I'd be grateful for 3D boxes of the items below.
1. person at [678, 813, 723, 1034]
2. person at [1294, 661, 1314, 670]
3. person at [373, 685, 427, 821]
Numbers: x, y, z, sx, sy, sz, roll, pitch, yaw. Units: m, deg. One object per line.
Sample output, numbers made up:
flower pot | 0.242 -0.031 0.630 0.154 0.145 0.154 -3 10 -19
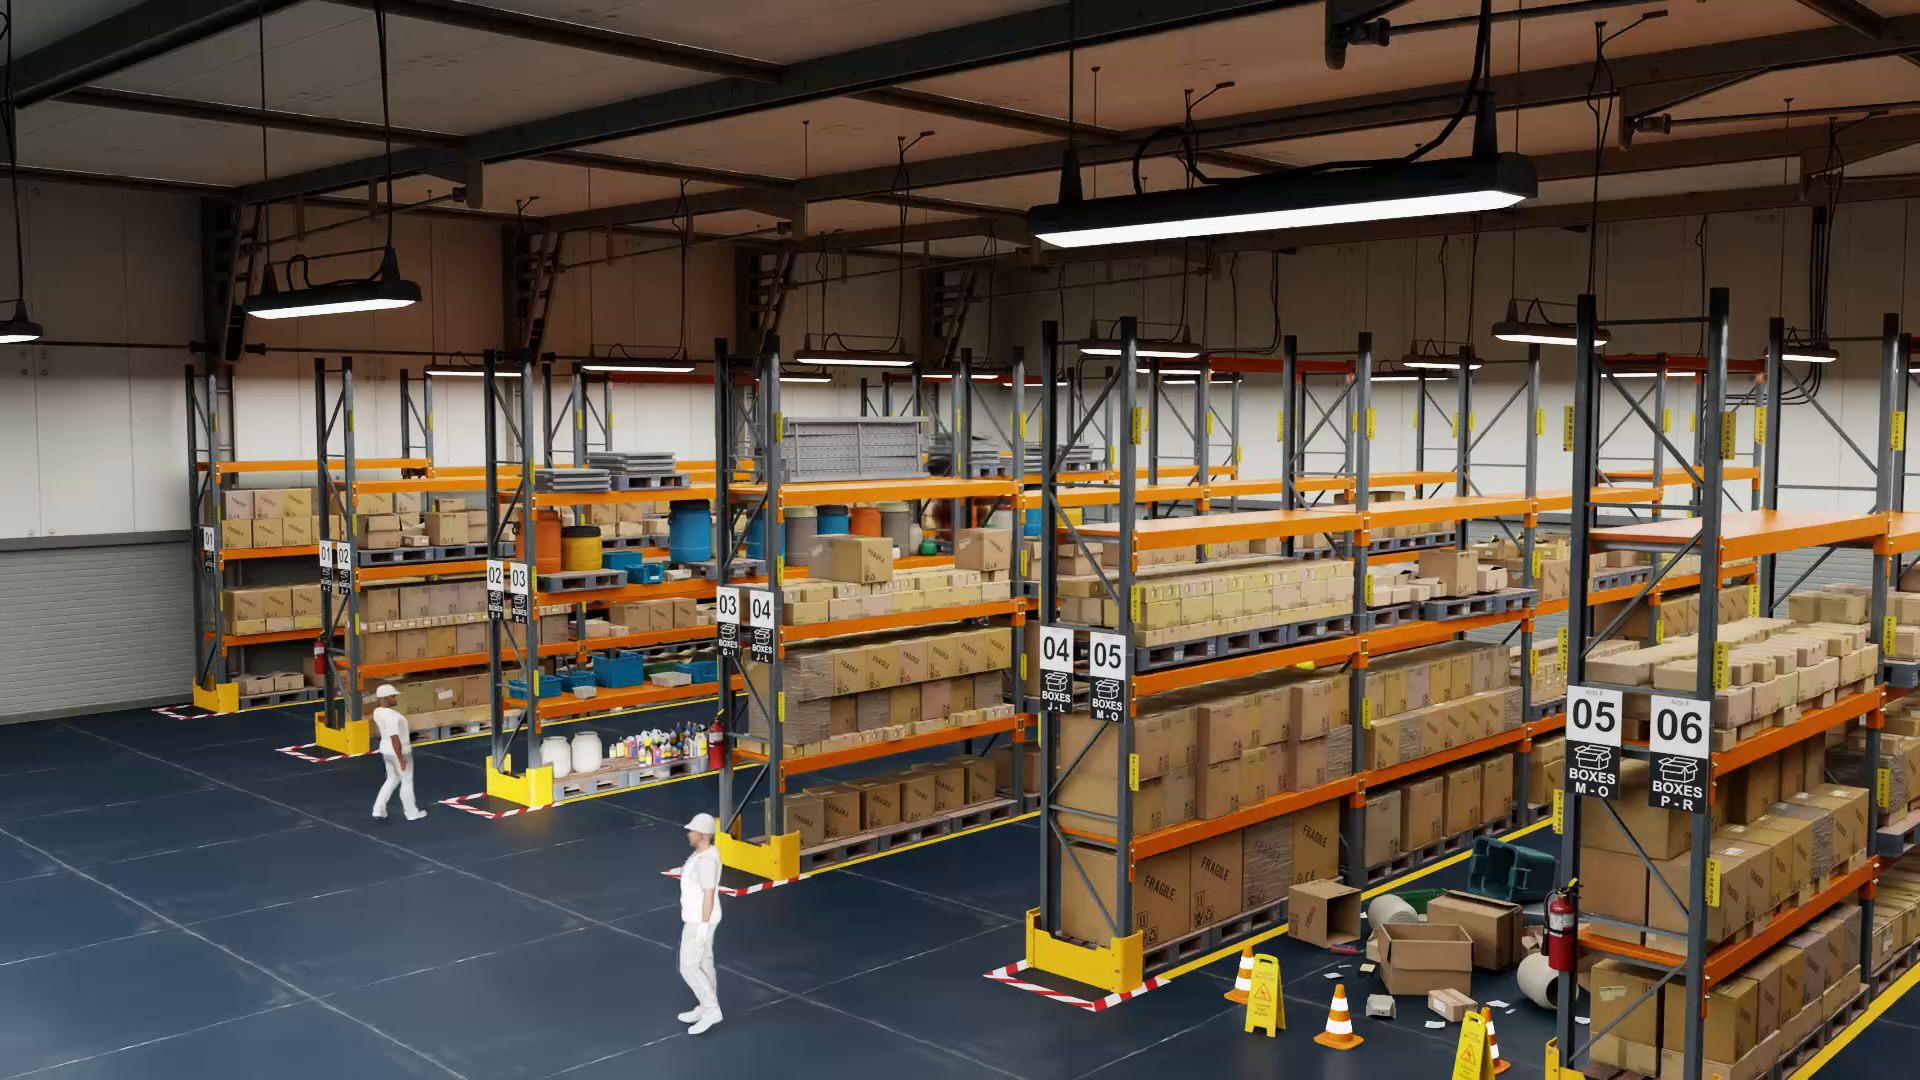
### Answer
person | -2.194 3.195 13.986 0.385 1.795 0.611 0 4 -6
person | 4.737 2.533 22.995 0.419 1.799 0.578 1 4 9
person | -7.077 2.681 21.012 0.578 1.749 0.689 3 6 38
